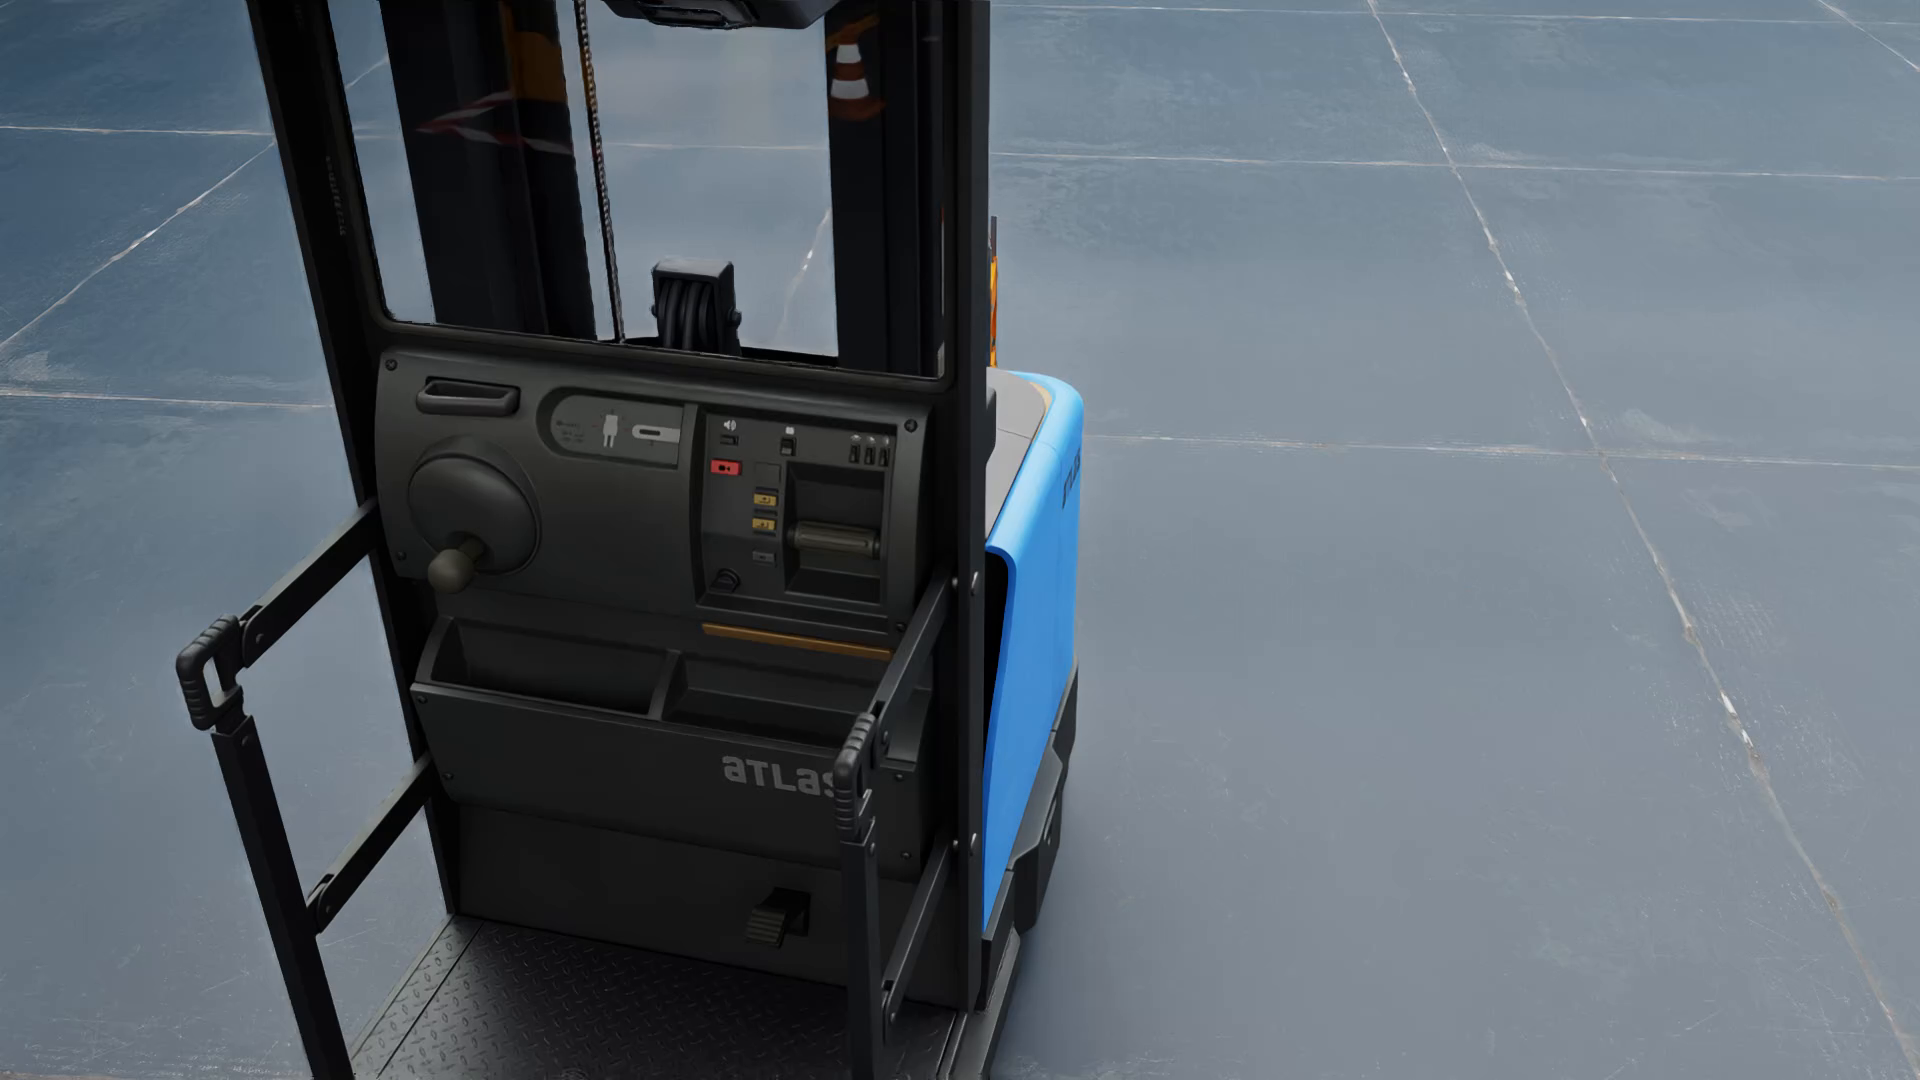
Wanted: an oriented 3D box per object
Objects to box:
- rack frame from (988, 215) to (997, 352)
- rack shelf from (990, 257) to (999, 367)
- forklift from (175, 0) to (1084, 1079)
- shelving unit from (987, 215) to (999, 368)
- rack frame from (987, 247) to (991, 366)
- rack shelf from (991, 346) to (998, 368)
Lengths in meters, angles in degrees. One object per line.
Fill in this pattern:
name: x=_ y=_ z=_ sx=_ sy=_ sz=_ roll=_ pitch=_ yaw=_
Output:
rack frame: x=0.006 y=-0.483 z=5.033 sx=0.200 sy=1.050 sz=0.008 roll=2 pitch=32 yaw=4
rack shelf: x=-0.004 y=-0.652 z=4.786 sx=0.215 sy=0.259 sz=0.240 roll=2 pitch=32 yaw=4
forklift: x=-0.558 y=-0.020 z=2.489 sx=1.130 sy=2.935 sz=3.031 roll=7 pitch=32 yaw=12
shelving unit: x=-0.004 y=-0.419 z=4.929 sx=0.215 sy=1.050 sz=0.252 roll=2 pitch=32 yaw=4
rack frame: x=-0.014 y=-0.355 z=4.826 sx=0.200 sy=1.050 sz=0.008 roll=2 pitch=32 yaw=4
rack shelf: x=-0.004 y=-0.410 z=4.935 sx=0.215 sy=0.259 sz=0.240 roll=2 pitch=32 yaw=4
